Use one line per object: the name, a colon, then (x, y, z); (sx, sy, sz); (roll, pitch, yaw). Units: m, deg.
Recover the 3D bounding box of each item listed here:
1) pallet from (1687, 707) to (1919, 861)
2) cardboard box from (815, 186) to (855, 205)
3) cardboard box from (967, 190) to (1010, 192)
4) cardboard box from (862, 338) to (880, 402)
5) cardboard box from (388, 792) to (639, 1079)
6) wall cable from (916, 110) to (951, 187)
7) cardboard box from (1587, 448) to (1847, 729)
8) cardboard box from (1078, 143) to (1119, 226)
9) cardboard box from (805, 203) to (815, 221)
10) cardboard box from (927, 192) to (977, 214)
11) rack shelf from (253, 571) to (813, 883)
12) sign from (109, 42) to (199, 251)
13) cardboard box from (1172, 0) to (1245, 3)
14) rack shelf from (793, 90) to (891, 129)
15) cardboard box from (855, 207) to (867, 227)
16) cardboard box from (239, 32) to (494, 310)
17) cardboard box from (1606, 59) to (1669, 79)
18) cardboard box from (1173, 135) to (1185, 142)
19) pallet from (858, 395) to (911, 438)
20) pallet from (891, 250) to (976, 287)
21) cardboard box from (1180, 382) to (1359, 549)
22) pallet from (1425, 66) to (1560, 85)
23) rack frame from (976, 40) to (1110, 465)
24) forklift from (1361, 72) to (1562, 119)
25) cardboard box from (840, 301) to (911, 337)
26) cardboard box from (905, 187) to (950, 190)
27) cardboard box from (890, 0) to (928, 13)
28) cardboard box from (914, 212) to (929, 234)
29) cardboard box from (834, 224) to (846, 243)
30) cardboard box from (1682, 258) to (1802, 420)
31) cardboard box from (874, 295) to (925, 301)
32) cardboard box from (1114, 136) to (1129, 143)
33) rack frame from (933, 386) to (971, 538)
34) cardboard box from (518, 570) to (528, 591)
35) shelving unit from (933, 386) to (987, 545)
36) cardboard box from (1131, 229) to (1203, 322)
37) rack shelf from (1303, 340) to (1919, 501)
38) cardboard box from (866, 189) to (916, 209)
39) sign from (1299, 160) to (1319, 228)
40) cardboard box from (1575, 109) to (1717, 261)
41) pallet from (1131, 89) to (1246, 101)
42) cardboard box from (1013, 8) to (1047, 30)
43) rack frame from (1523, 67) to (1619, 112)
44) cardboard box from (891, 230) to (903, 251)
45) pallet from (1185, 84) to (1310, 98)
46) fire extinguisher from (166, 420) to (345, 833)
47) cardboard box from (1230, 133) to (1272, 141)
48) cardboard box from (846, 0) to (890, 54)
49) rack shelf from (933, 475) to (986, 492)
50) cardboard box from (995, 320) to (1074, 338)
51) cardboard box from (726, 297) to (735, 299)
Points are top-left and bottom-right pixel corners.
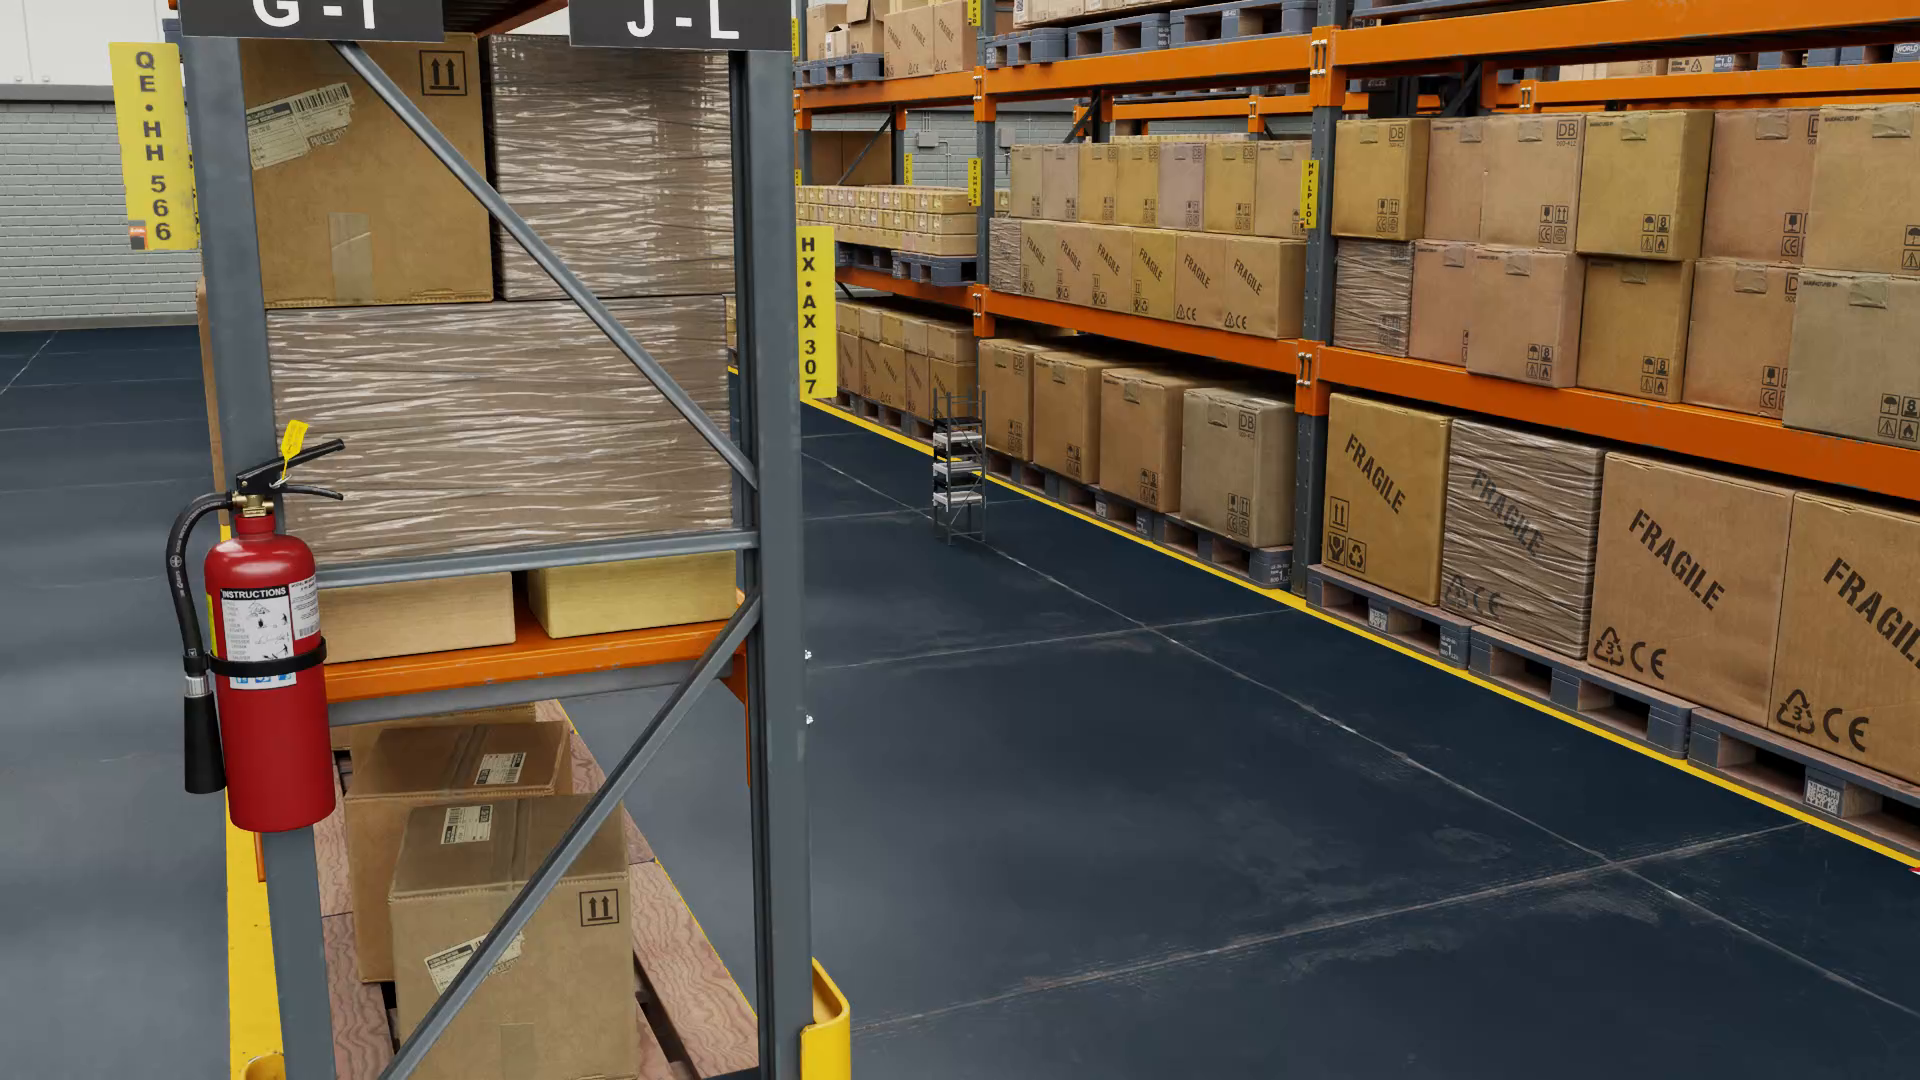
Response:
pallet: (3.411, 0.813, 5.889); (1.003, 0.211, 1.213); (-6, 14, -23)
cardboard box: (-1.050, -3.005, 14.509); (0.380, 0.149, 0.250); (-5, 14, -22)
cardboard box: (0.281, -2.686, 13.130); (0.380, 0.149, 0.250); (-6, 14, -25)
cardboard box: (-0.515, -1.461, 14.140); (0.500, 0.500, 0.500); (-5, 14, -22)
cardboard box: (-1.017, 0.922, 3.844); (0.500, 0.500, 0.500); (-3, 13, -13)
wall cable: (-0.391, -5.834, 26.102); (0.585, 1.953, 0.123); (-6, 14, -23)
cardboard box: (3.117, 0.127, 6.447); (0.875, 0.875, 0.875); (-6, 14, -24)
cardboard box: (1.181, -2.272, 10.596); (0.700, 0.500, 0.500); (-6, 14, -24)
cardboard box: (-1.162, -2.917, 14.789); (0.380, 0.149, 0.250); (-6, 14, -24)
cardboard box: (-0.018, -2.472, 12.205); (0.380, 0.149, 0.250); (-6, 14, -25)
rack shelf: (-1.583, -0.023, 4.912); (1.077, 0.370, 4.000); (-6, 14, -23)
sign: (-1.298, -0.632, 2.681); (0.100, 0.325, 0.005); (-6, 14, -23)
cardboard box: (1.505, -3.091, 9.098); (0.500, 0.250, 0.500); (-6, 14, -23)
rack shelf: (-1.805, -4.391, 17.131); (1.077, 0.370, 4.000); (-6, 14, -23)
cardboard box: (-0.639, -2.648, 13.624); (0.380, 0.149, 0.250); (-6, 14, -24)
cardboard box: (-1.228, -0.732, 3.282); (0.500, 0.500, 0.500); (-6, 14, -23)
cardboard box: (5.464, -3.821, 12.855); (0.700, 0.500, 0.500); (-6, 14, -23)
cardboard box: (2.622, -4.491, 18.744); (0.380, 0.149, 0.250); (-6, 14, -24)
pallet: (-0.198, -1.095, 14.132); (1.003, 0.211, 1.213); (-6, 14, -23)
pallet: (0.216, -2.084, 12.648); (1.213, 0.211, 1.003); (-6, 14, -23)
cardboard box: (1.870, -0.442, 9.187); (1.050, 0.750, 0.750); (-6, 14, -23)
pallet: (4.787, -4.006, 14.291); (1.213, 0.211, 1.003); (-5, 14, -20)
rack frame: (0.599, -2.040, 12.032); (1.000, 3.000, 0.127); (-6, 14, -23)
forklift: (3.633, -1.948, 11.787); (1.130, 2.935, 3.031); (-7, 15, -29)
cardboard box: (-0.734, -1.932, 14.516); (0.500, 0.250, 0.500); (-5, 14, -21)
cardboard box: (-0.253, -2.959, 14.309); (0.380, 0.149, 0.250); (-6, 14, -25)
cardboard box: (-0.335, -4.247, 12.996); (0.396, 0.266, 0.258); (-6, 14, -23)
cardboard box: (-0.125, -2.383, 12.481); (0.380, 0.149, 0.250); (-5, 14, -21)
cardboard box: (-0.852, -2.613, 14.131); (0.380, 0.149, 0.250); (-6, 14, -25)
cardboard box: (3.264, -0.772, 6.219); (0.875, 0.550, 0.550); (-6, 14, -23)
cardboard box: (-0.474, -2.088, 15.187); (0.500, 0.250, 0.500); (-6, 14, -24)
cardboard box: (2.069, -4.750, 19.863); (0.380, 0.149, 0.250); (-6, 14, -25)
rack frame: (-0.044, -0.461, 9.866); (0.240, 0.900, 0.006); (-6, 14, -23)
cardboard box: (-0.760, 0.028, 3.652); (0.380, 0.149, 0.250); (-6, 14, -23)
shelving unit: (-0.003, -0.440, 9.776); (0.258, 0.900, 0.210); (-6, 14, -23)
cardboard box: (1.342, -1.555, 9.714); (0.500, 0.500, 0.500); (-5, 14, -22)
rack shelf: (3.002, -0.450, 6.757); (1.077, 0.370, 4.000); (-6, 14, -23)
cardboard box: (-0.534, -2.739, 13.360); (0.380, 0.149, 0.250); (-5, 14, -20)
sign: (1.708, -1.688, 8.120); (0.100, 0.325, 0.005); (-6, 14, -23)
cardboard box: (2.954, -1.398, 6.529); (0.875, 0.550, 0.500); (-6, 14, -23)
pallet: (2.689, -5.174, 19.119); (1.003, 0.211, 1.213); (-6, 14, -23)
cardboard box: (0.586, -3.549, 11.303); (0.380, 0.149, 0.250); (-6, 14, -25)
rack frame: (5.094, -2.508, 14.054); (1.000, 3.000, 0.127); (-6, 14, -23)
cardboard box: (-0.318, -2.339, 12.950); (0.380, 0.149, 0.250); (-6, 14, -24)
pallet: (3.173, -4.923, 18.031); (1.003, 0.211, 1.213); (-6, 14, -23)
fire extinguisher: (-1.158, 0.143, 2.772); (0.296, 0.674, 0.183); (-6, 14, -23)
cardboard box: (3.077, -4.221, 17.578); (0.380, 0.149, 0.250); (-6, 14, -24)
cardboard box: (-0.505, -4.252, 13.776); (0.797, 0.503, 0.637); (-6, 14, -24)
rack shelf: (-0.003, -0.320, 9.803); (0.258, 0.077, 0.200); (-6, 14, -23)
cardboard box: (0.544, -1.557, 12.892); (0.500, 0.250, 0.500); (-6, 14, -26)
cardboard box: (-2.707, -2.660, 18.780); (0.380, 0.149, 0.250); (-6, 14, -26)
